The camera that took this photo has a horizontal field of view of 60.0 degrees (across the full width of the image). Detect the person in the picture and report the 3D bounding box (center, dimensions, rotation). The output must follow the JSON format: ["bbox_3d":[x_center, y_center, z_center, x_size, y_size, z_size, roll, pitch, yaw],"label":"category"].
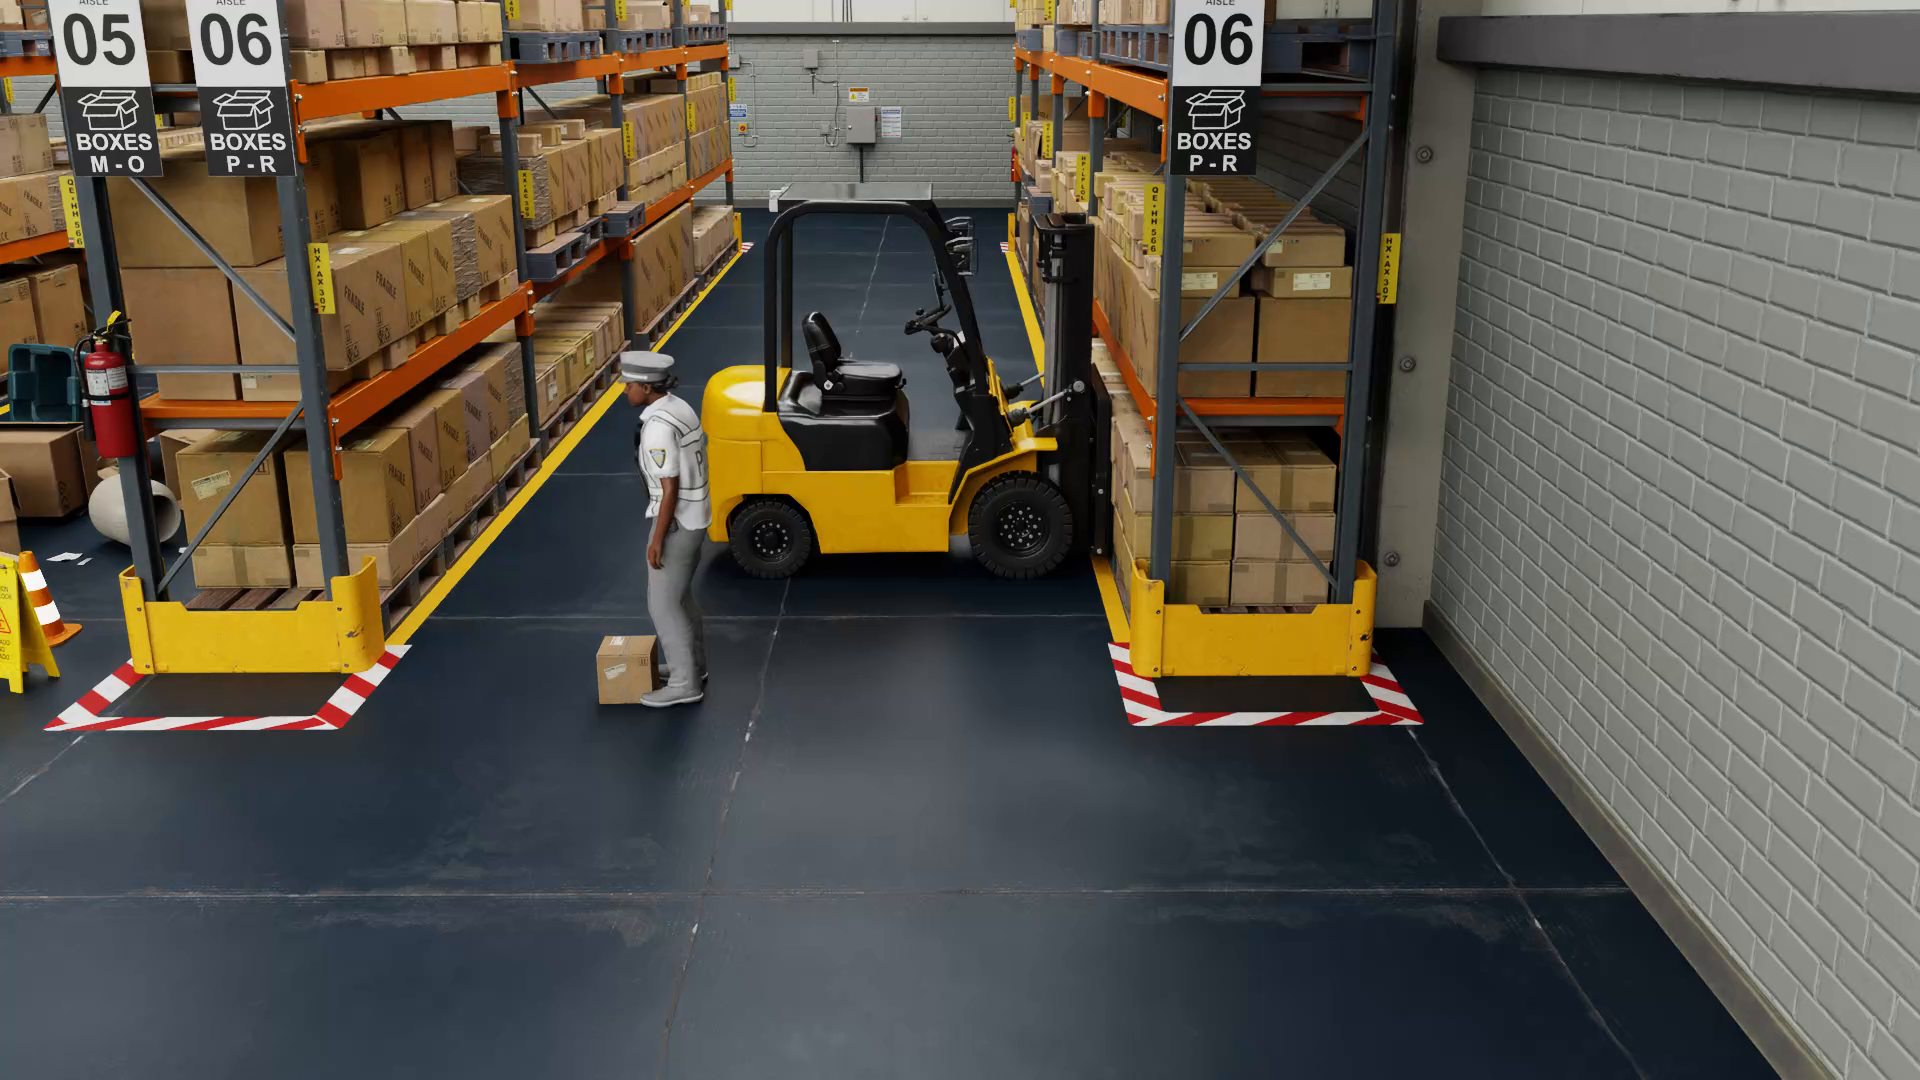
[{"bbox_3d":[-1.349,-0.060,7.740,0.395,1.659,0.508,0,17,-1],"label":"person"}]
